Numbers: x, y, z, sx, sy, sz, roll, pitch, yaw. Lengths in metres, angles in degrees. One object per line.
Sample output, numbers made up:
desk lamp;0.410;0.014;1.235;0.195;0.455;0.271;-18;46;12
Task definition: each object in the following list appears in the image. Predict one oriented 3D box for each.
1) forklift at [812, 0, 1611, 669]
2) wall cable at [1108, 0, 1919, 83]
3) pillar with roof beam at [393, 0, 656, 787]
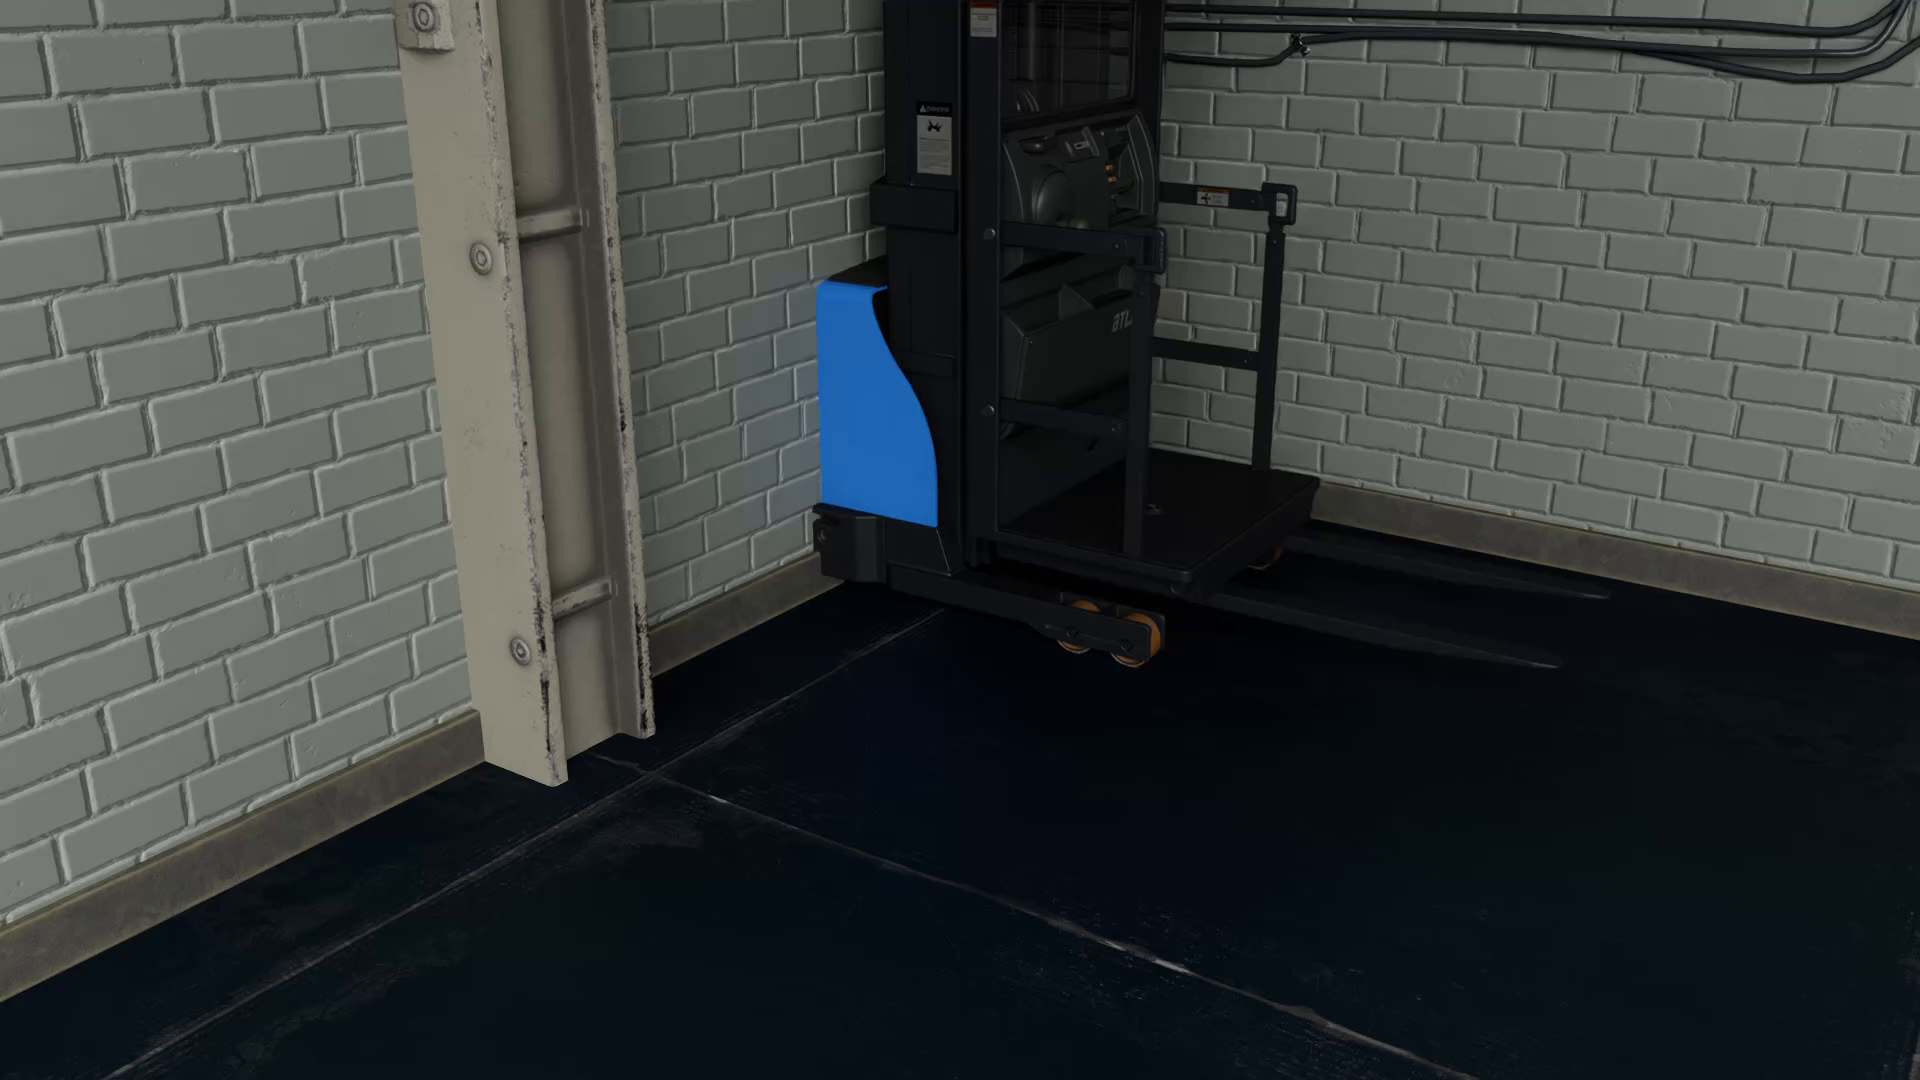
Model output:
forklift;0.575;-1.188;5.252;3.031;2.935;1.130;12;24;30
wall cable;1.643;-2.774;5.268;3.097;2.526;0.112;13;24;32
pillar with roof beam;2.453;-2.803;0.872;9.100;9.000;0.400;13;24;32
